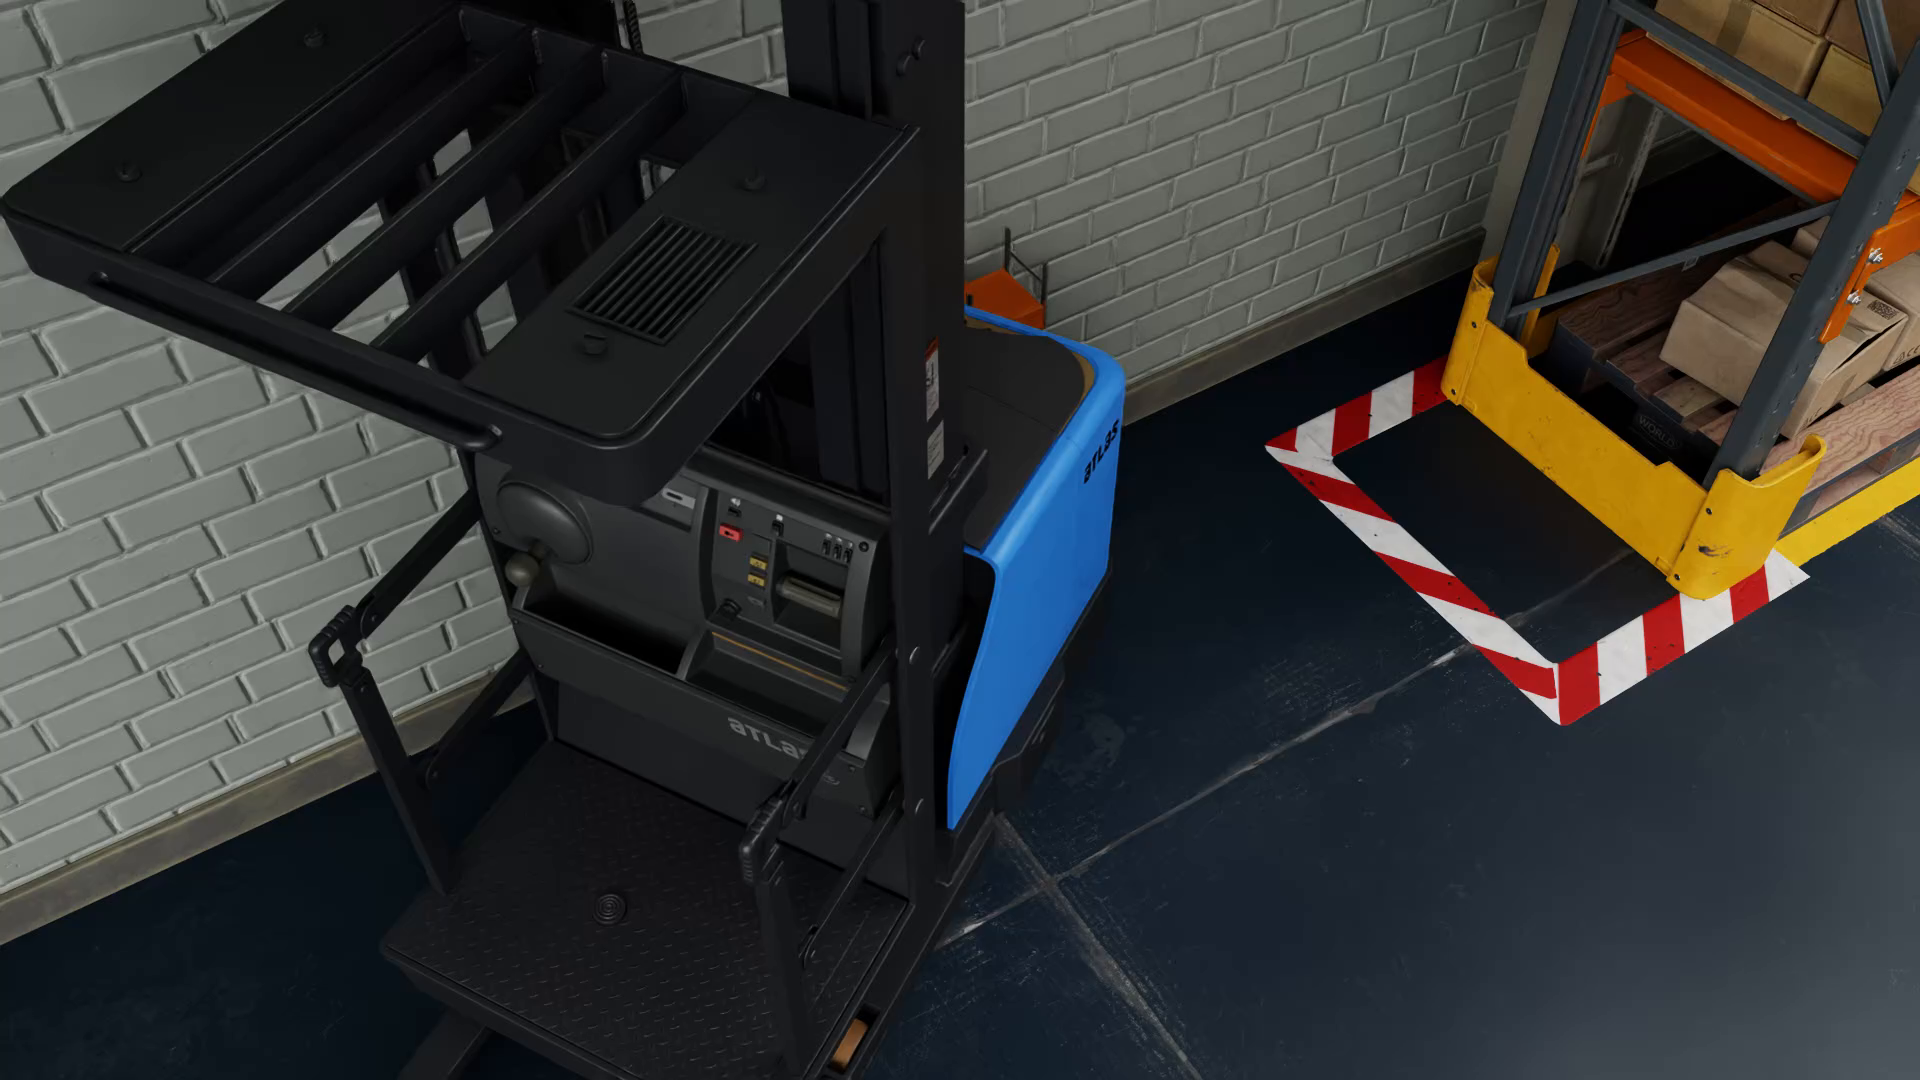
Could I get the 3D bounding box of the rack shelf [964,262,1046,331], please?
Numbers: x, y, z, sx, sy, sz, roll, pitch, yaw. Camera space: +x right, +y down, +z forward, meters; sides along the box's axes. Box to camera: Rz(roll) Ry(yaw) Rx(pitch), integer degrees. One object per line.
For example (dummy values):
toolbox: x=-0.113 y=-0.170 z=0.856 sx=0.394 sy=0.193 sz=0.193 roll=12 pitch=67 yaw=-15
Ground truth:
rack shelf: x=0.081 y=-0.588 z=4.704 sx=0.240 sy=0.259 sz=0.215 roll=-26 pitch=53 yaw=-21

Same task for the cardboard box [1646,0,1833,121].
cardboard box: x=2.310 y=-1.469 z=4.637 sx=0.500 sy=0.250 sz=0.500 roll=-25 pitch=53 yaw=-20

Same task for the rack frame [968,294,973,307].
rack frame: x=-0.020 y=-0.356 z=4.863 sx=0.008 sy=1.050 sz=0.200 roll=-26 pitch=53 yaw=-21

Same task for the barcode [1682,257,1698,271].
barcode: x=2.454 y=-0.937 z=5.576 sx=0.075 sy=0.075 sz=0.001 roll=-25 pitch=53 yaw=-21

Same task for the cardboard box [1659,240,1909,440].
cardboard box: x=2.652 y=-0.674 z=5.348 sx=0.500 sy=0.311 sz=0.500 roll=-31 pitch=55 yaw=-25

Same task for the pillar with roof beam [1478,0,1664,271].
pillar with roof beam: x=4.446 y=-1.305 z=0.386 sx=0.400 sy=9.000 sz=9.100 roll=-25 pitch=53 yaw=-21

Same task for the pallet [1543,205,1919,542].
pallet: x=2.789 y=-0.608 z=5.650 sx=1.213 sy=0.211 sz=1.003 roll=-25 pitch=53 yaw=-21

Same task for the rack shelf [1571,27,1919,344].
rack shelf: x=3.710 y=-1.761 z=5.291 sx=4.000 sy=0.370 sz=1.077 roll=-25 pitch=53 yaw=-21

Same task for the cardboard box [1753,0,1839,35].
cardboard box: x=2.304 y=-1.732 z=4.368 sx=0.500 sy=0.500 sz=0.500 roll=-26 pitch=53 yaw=-21

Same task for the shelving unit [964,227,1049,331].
shelving unit: x=0.082 y=-0.406 z=4.907 sx=0.252 sy=1.050 sz=0.215 roll=-26 pitch=53 yaw=-21

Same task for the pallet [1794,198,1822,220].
pallet: x=3.819 y=-1.091 z=6.080 sx=1.213 sy=0.211 sz=1.003 roll=-25 pitch=53 yaw=-21

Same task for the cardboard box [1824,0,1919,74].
cardboard box: x=2.583 y=-1.410 z=4.082 sx=0.500 sy=0.500 sz=0.500 roll=-25 pitch=53 yaw=-21

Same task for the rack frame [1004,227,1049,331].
rack frame: x=0.184 y=-0.455 z=4.952 sx=0.008 sy=1.050 sz=0.200 roll=-26 pitch=53 yaw=-21

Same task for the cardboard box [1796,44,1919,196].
cardboard box: x=2.601 y=-1.154 z=4.356 sx=0.500 sy=0.250 sz=0.500 roll=-27 pitch=54 yaw=-22

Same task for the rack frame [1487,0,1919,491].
rack frame: x=2.018 y=-1.203 z=4.313 sx=0.127 sy=3.000 sz=1.000 roll=-25 pitch=53 yaw=-21

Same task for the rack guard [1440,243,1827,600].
rack guard: x=2.083 y=-0.402 z=5.274 sx=0.348 sy=0.500 sz=1.175 roll=-25 pitch=53 yaw=-21

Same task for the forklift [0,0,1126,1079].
forklift: x=-0.679 y=0.092 z=3.206 sx=1.130 sy=2.935 sz=3.031 roll=21 pitch=52 yaw=18

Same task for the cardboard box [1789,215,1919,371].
cardboard box: x=3.134 y=-0.901 z=5.550 sx=0.500 sy=0.311 sz=0.500 roll=-21 pitch=52 yaw=-18
